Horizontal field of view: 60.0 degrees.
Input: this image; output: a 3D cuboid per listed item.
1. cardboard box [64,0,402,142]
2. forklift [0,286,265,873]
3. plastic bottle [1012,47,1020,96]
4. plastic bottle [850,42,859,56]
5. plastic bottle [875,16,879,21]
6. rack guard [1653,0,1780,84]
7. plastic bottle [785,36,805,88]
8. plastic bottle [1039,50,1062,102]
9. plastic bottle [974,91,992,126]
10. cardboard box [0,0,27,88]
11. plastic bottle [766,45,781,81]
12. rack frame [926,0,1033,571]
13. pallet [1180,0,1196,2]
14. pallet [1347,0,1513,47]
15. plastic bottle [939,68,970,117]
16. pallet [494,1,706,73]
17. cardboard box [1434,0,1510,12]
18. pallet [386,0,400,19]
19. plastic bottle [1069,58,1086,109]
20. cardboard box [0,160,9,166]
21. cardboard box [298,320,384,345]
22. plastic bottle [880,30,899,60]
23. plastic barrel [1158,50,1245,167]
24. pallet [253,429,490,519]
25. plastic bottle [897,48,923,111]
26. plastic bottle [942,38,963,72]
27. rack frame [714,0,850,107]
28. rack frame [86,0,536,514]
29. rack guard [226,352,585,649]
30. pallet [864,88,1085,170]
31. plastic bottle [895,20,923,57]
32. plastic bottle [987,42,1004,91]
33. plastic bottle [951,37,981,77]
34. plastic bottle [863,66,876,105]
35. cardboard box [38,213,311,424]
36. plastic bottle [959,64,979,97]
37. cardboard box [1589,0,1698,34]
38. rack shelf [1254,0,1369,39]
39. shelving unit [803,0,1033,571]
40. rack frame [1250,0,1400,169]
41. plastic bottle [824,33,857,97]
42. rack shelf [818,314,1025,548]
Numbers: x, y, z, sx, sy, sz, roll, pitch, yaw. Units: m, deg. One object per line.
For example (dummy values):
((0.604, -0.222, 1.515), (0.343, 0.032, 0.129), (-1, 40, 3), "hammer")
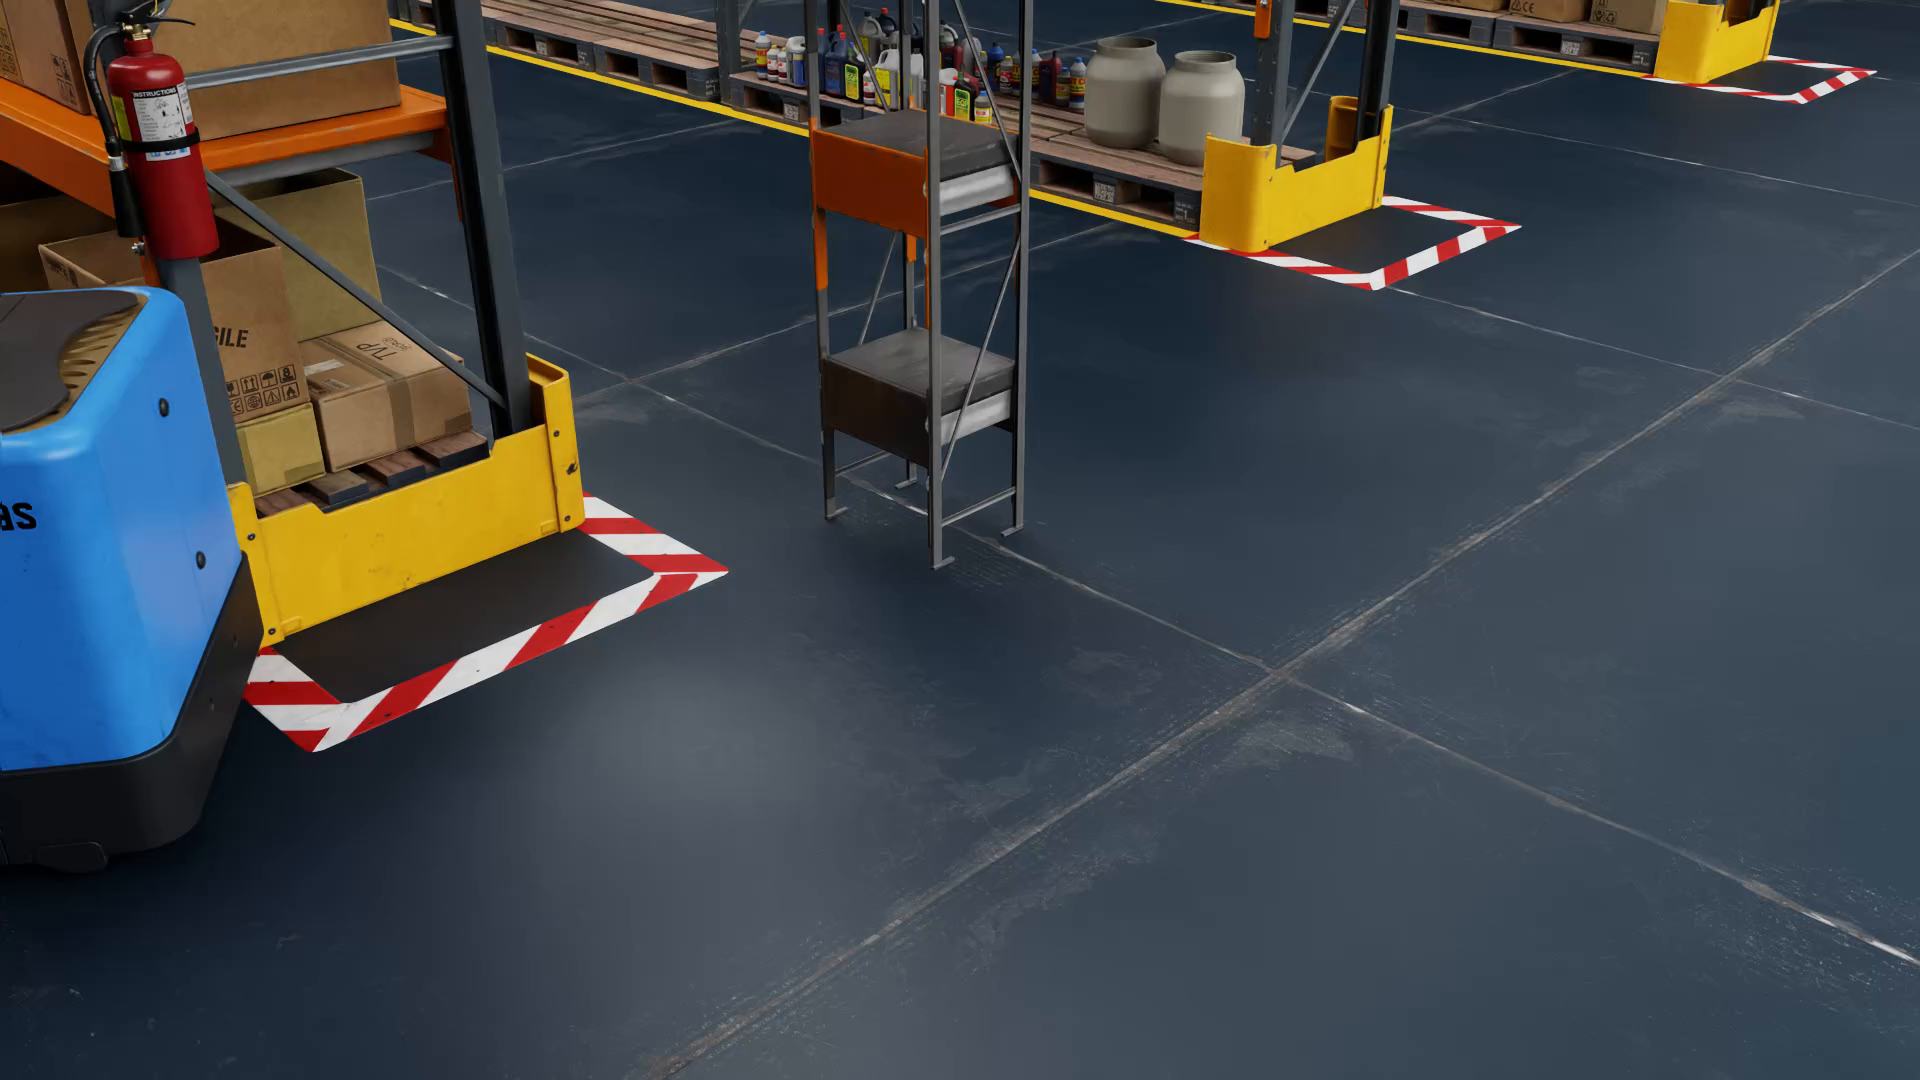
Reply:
((-2.057, -1.463, 4.701), (0.500, 0.500, 0.700), (25, 36, 38), "cardboard box")
((-3.334, -0.649, 3.334), (3.031, 2.935, 1.130), (-5, 28, -9), "forklift")
((0.352, -2.731, 9.680), (0.097, 0.271, 0.097), (0, 28, 0), "plastic bottle")
((-0.637, -2.788, 9.789), (0.097, 0.271, 0.097), (0, 28, 0), "plastic bottle")
((-0.536, -3.155, 10.472), (0.061, 0.283, 0.133), (-23, 36, -37), "plastic bottle")
((5.161, -3.467, 11.305), (0.348, 0.500, 1.175), (25, 36, 38), "rack guard")
((-0.940, -2.853, 9.906), (0.152, 0.276, 0.135), (-24, 36, -37), "plastic bottle")
((0.519, -2.672, 9.554), (0.061, 0.283, 0.133), (-25, 36, -38), "plastic bottle")
((0.125, -2.314, 8.962), (0.097, 0.201, 0.097), (0, 28, 0), "plastic bottle")
((-2.785, -1.796, 5.336), (0.500, 0.500, 0.700), (25, 37, 39), "cardboard box")
((-1.118, -2.883, 10.044), (0.097, 0.201, 0.097), (0, 28, 0), "plastic bottle")
((0.056, -0.904, 4.713), (0.015, 2.100, 0.400), (25, 36, 38), "rack frame")
((1.806, -4.873, 14.290), (1.213, 0.211, 1.003), (25, 36, 38), "pallet")
((3.740, -4.014, 12.656), (1.213, 0.211, 1.003), (25, 36, 38), "pallet")
((-0.035, -2.439, 9.119), (0.135, 0.276, 0.152), (25, 37, 39), "plastic bottle")
((-2.571, -3.617, 11.902), (1.213, 0.211, 1.003), (25, 36, 38), "pallet")
((3.898, -4.231, 12.308), (0.500, 0.500, 0.500), (-21, 34, -35), "cardboard box")
((-4.554, -4.524, 13.627), (1.213, 0.211, 1.003), (25, 36, 38), "pallet")
((0.668, -2.587, 9.405), (0.097, 0.271, 0.097), (0, 28, 0), "plastic bottle")
((-3.403, -1.124, 5.862), (0.500, 0.500, 0.500), (25, 36, 38), "cardboard box")
((-2.319, -0.641, 5.750), (0.500, 0.250, 0.500), (25, 36, 38), "cardboard box")
((-0.398, -2.964, 10.118), (0.135, 0.276, 0.152), (25, 36, 38), "plastic bottle")
((1.219, -2.179, 8.392), (0.421, 0.512, 0.421), (0, 28, 0), "plastic barrel")
((-2.308, -0.263, 5.524), (1.213, 0.211, 1.003), (25, 36, 38), "pallet")
((-0.255, -2.570, 9.288), (0.144, 0.351, 0.185), (-24, 36, -37), "plastic bottle")
((-0.043, -2.830, 9.854), (0.133, 0.283, 0.061), (25, 36, 38), "plastic bottle")
((-1.110, -4.210, 10.033), (0.127, 3.000, 1.000), (25, 36, 38), "rack frame")
((-1.733, -1.262, 4.427), (0.127, 3.000, 1.000), (25, 36, 38), "rack frame")
((-1.716, -0.148, 4.993), (0.348, 0.500, 1.175), (25, 36, 38), "rack guard")
((0.214, -2.344, 9.481), (1.213, 0.211, 1.003), (25, 36, 38), "pallet")
((-0.312, -3.055, 10.210), (0.185, 0.351, 0.144), (22, 35, 36), "plastic bottle")
((0.208, -2.797, 9.805), (0.097, 0.271, 0.097), (0, 28, 0), "plastic bottle")
((0.032, -2.862, 9.924), (0.152, 0.276, 0.135), (-25, 36, -38), "plastic bottle")
((-0.505, -2.603, 9.511), (0.097, 0.201, 0.097), (0, 28, 0), "plastic bottle")
((-2.324, -0.639, 4.939), (0.500, 0.500, 0.500), (25, 36, 38), "cardboard box")
((0.039, -2.477, 9.185), (0.133, 0.283, 0.061), (25, 36, 38), "plastic bottle")
((4.781, -3.837, 11.559), (0.500, 0.500, 0.500), (-18, 33, -30), "cardboard box")
((0.316, -3.239, 8.959), (4.000, 0.370, 1.077), (25, 36, 38), "rack shelf")
((-0.118, -0.983, 4.864), (0.503, 2.100, 0.431), (25, 36, 38), "shelving unit")
((1.742, -2.904, 7.551), (0.127, 3.000, 1.000), (25, 36, 38), "rack frame")
((-0.691, -2.769, 9.667), (0.185, 0.351, 0.144), (23, 35, 36), "plastic bottle")
((-0.118, -0.352, 5.196), (0.480, 0.518, 0.431), (25, 36, 38), "rack shelf")
